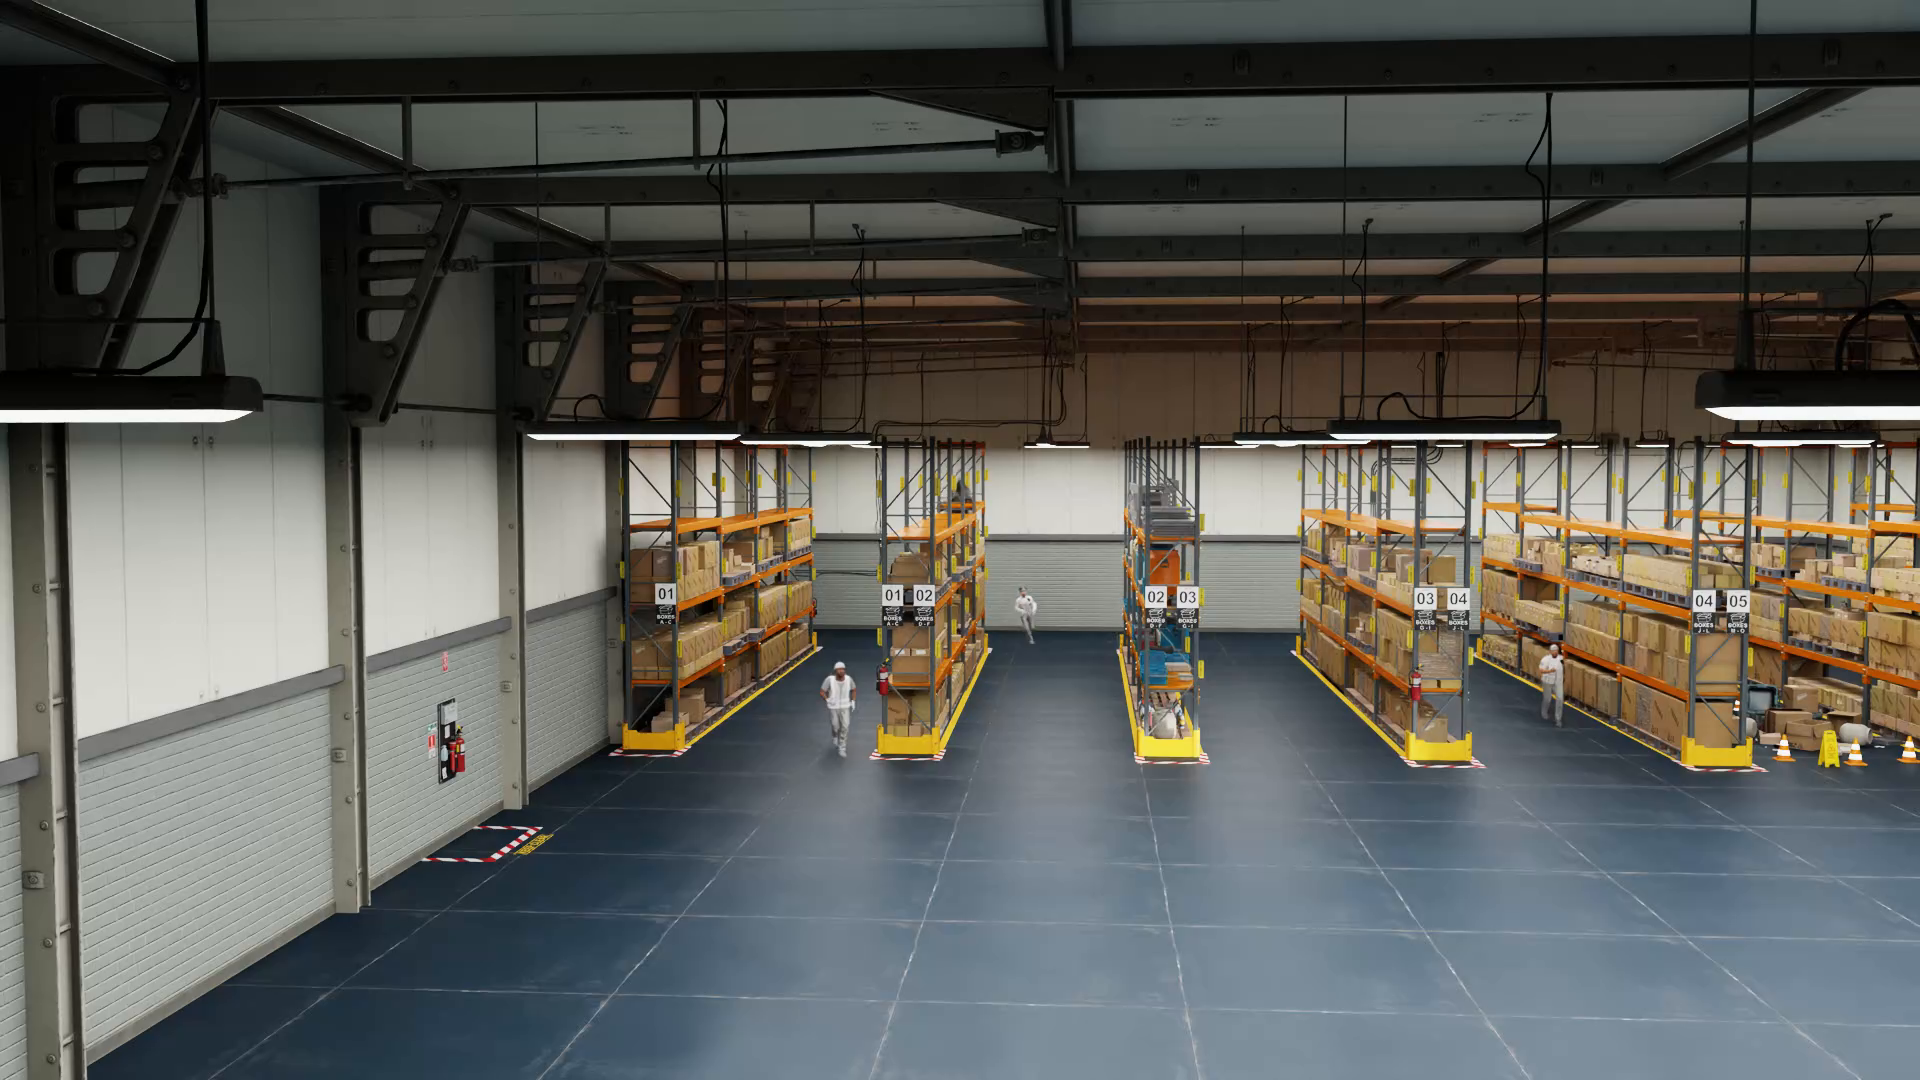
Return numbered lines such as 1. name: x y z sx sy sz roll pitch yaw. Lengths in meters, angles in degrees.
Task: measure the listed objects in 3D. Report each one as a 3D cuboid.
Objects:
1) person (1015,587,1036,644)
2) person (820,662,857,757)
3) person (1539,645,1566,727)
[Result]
1. person: 1.861 2.122 47.006 0.626 1.624 0.470 0 3 -4
2. person: -2.285 3.179 31.423 0.720 1.768 0.722 -1 3 -14
3. person: 12.429 3.040 34.933 0.603 1.726 0.893 0 3 3
